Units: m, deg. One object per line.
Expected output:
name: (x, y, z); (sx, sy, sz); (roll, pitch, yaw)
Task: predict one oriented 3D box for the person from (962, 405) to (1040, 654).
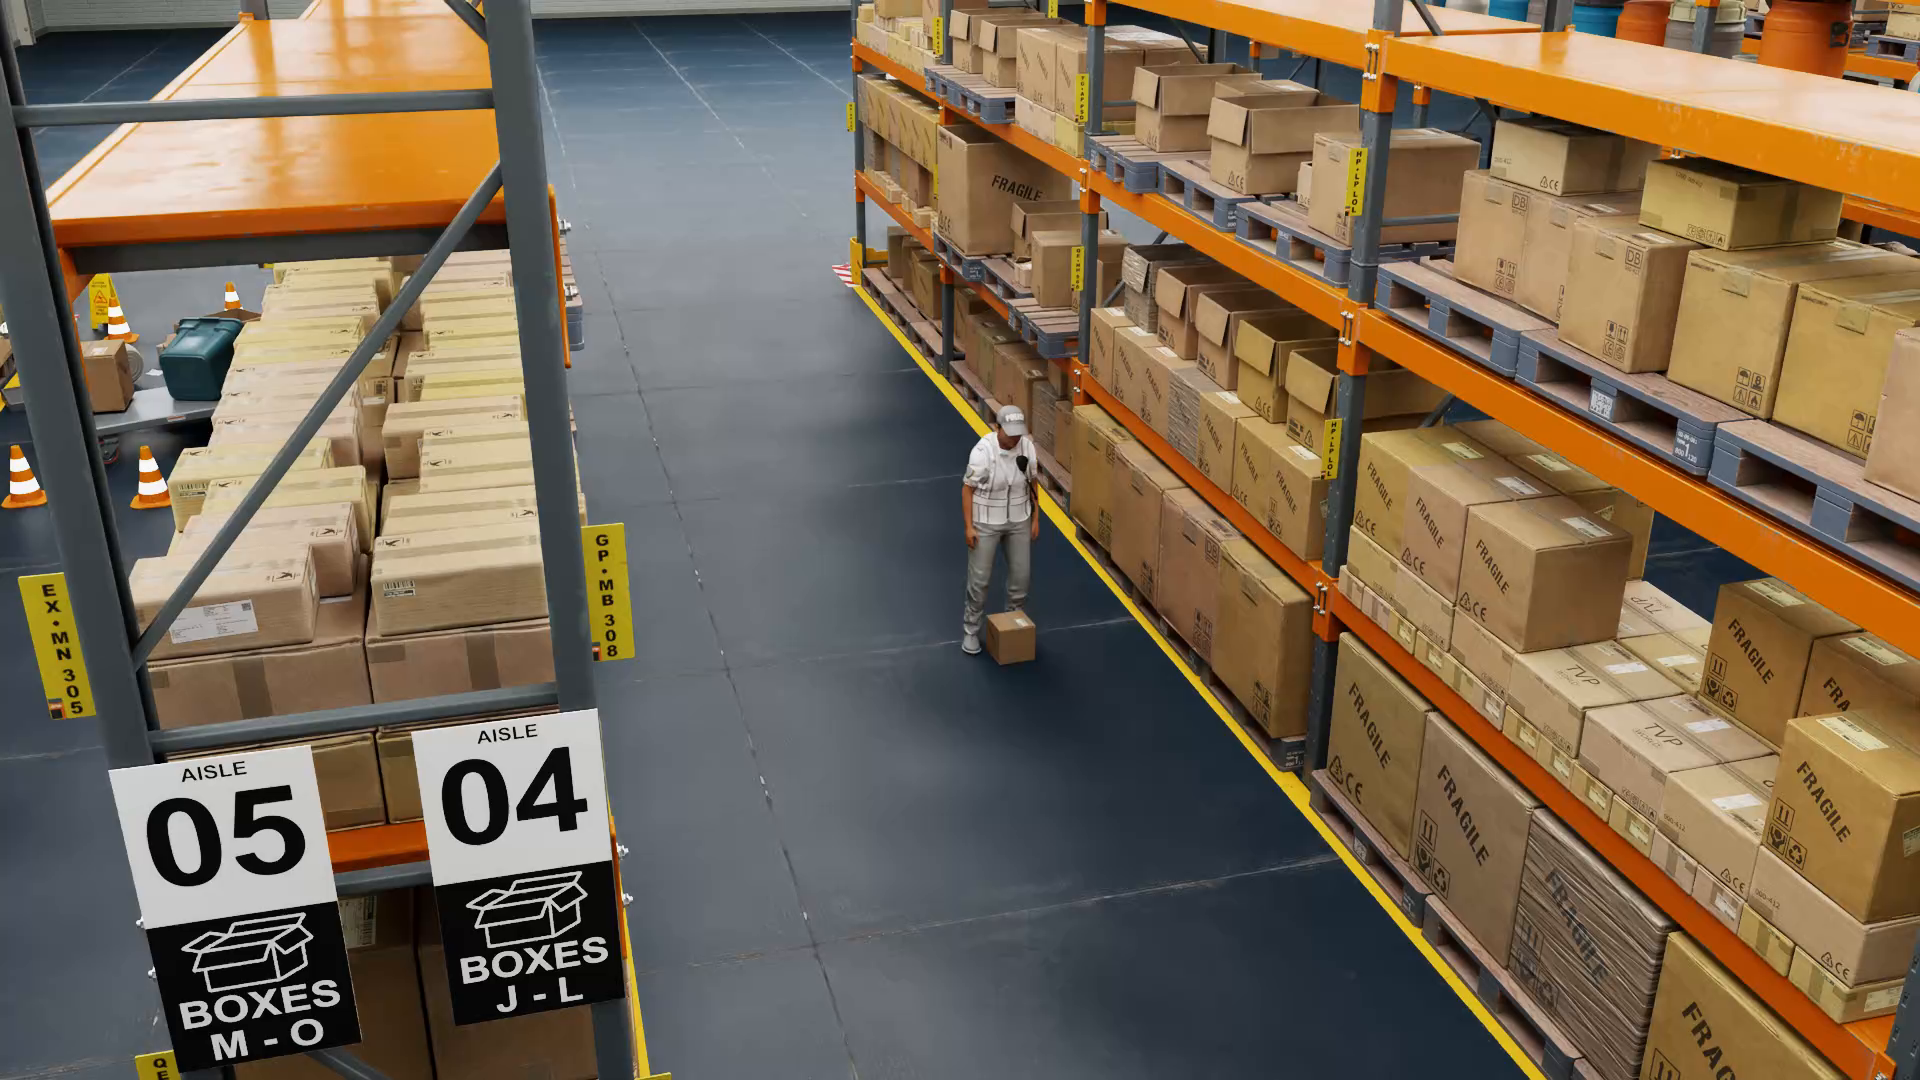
person: (0.261, -0.093, 10.805); (0.565, 1.665, 0.470); (-8, 24, -18)
